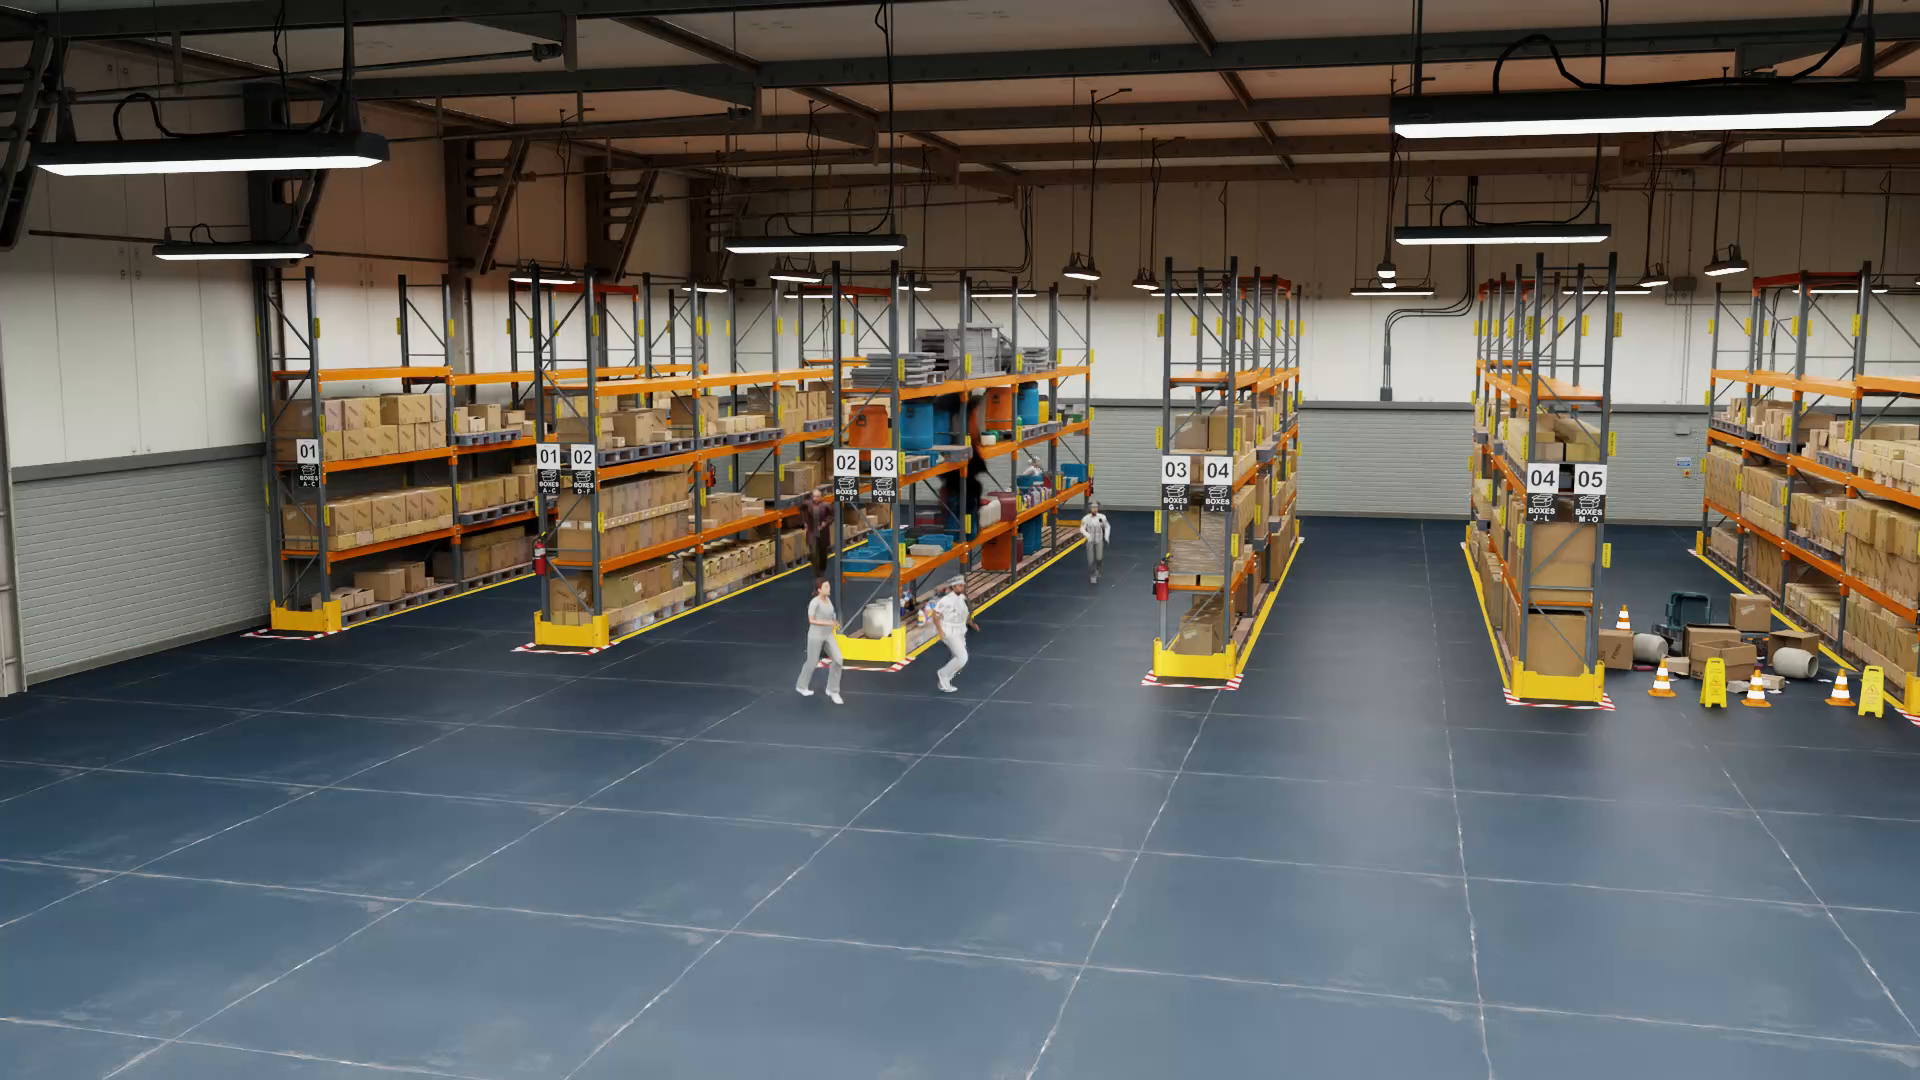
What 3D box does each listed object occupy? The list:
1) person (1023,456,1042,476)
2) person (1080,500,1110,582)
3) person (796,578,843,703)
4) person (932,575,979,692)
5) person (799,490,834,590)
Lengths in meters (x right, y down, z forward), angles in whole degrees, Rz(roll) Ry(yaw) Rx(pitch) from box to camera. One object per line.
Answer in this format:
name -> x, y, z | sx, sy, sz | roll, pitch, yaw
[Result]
person -> 1.955, -1.249, 42.306 | 0.706, 1.784, 0.647 | 3, 8, 22
person -> 2.663, 0.034, 32.747 | 0.592, 1.646, 0.633 | 0, 7, 4
person -> -1.891, 1.349, 22.384 | 0.809, 1.710, 0.507 | 6, 10, 41
person -> -0.044, 1.289, 22.841 | 0.659, 1.642, 0.557 | 5, 9, 35
person -> -2.644, -0.045, 31.055 | 0.729, 1.842, 0.971 | 0, 7, 3
